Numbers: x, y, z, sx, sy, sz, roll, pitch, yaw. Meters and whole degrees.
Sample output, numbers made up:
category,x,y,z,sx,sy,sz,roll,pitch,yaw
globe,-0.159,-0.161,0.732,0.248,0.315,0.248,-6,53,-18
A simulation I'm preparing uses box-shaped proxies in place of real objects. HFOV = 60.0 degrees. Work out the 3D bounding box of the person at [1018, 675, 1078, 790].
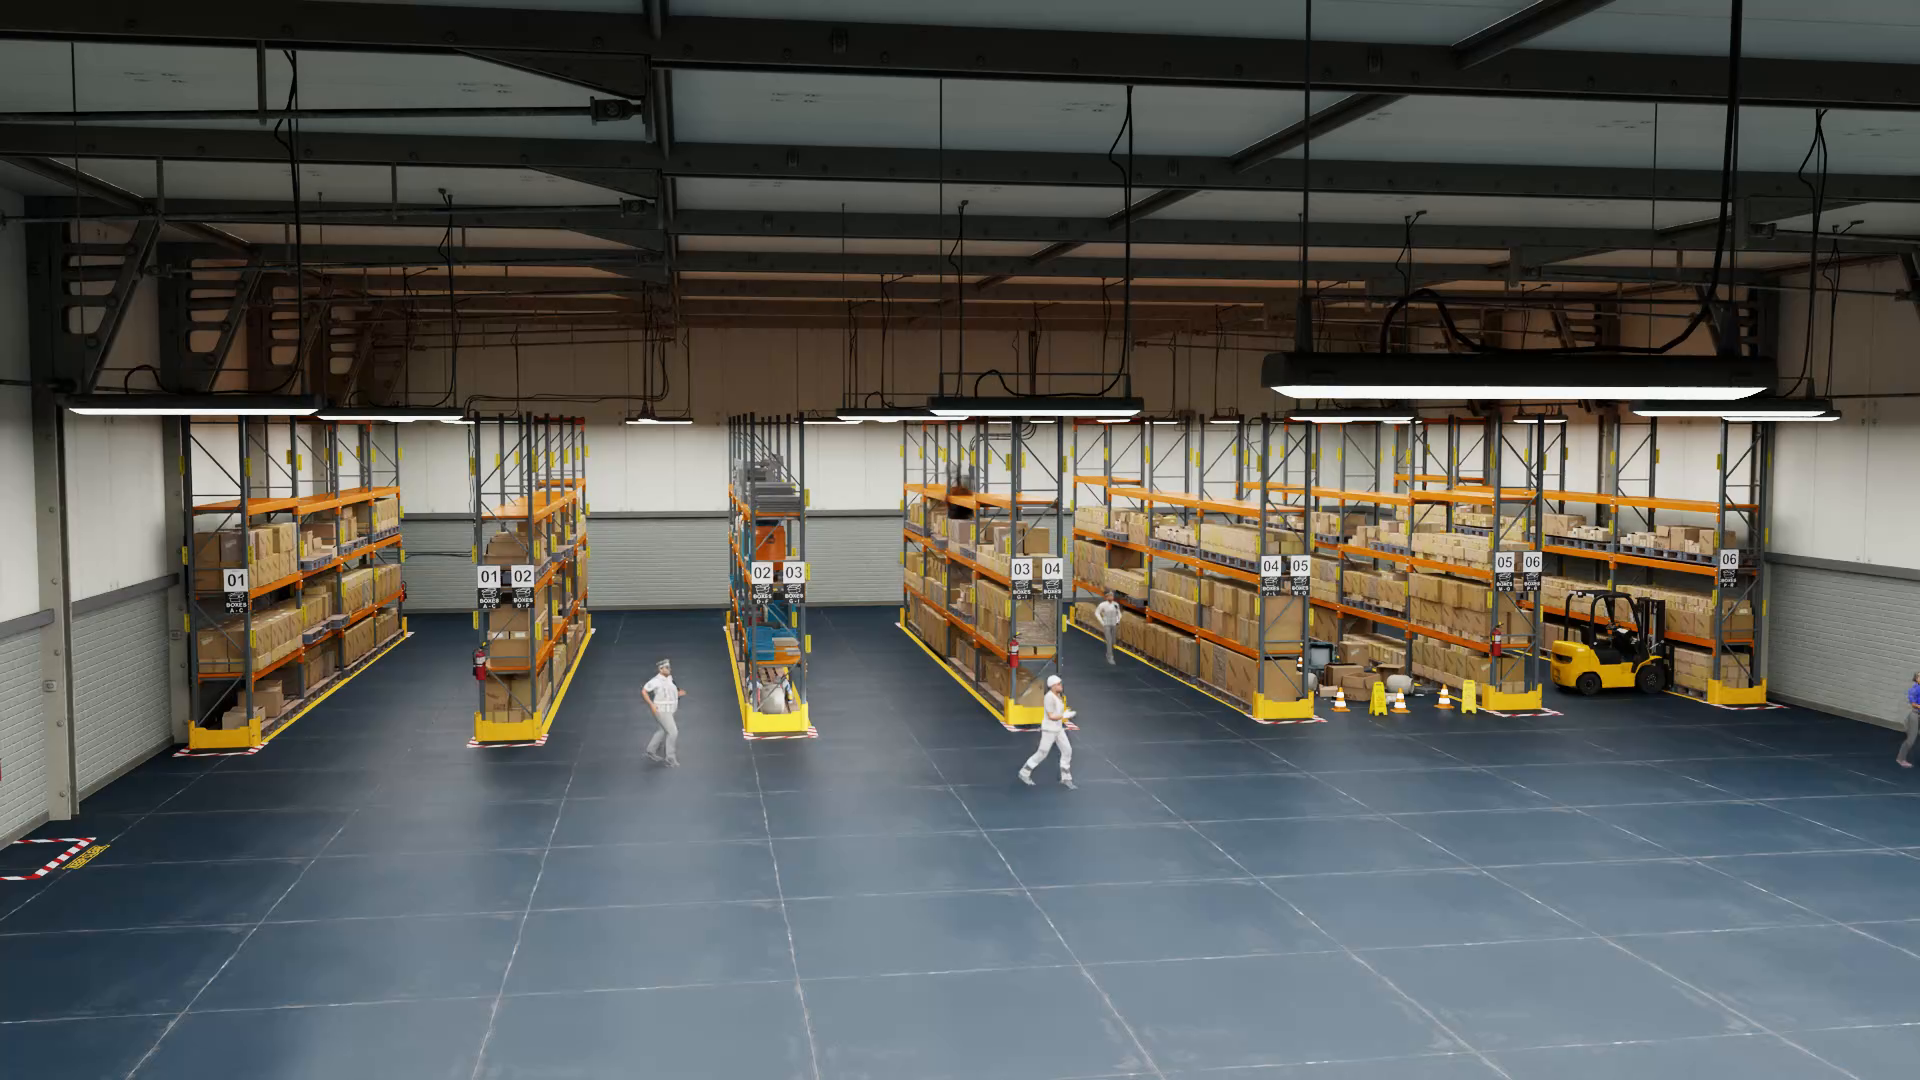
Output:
category,x,y,z,sx,sy,sz,roll,pitch,yaw
person,1.403,3.039,26.293,0.931,1.826,0.676,1,4,20

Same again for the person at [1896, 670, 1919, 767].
category,x,y,z,sx,sy,sz,roll,pitch,yaw
person,16.003,3.080,27.693,0.564,1.607,0.712,-2,4,-24

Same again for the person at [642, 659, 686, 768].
category,x,y,z,sx,sy,sz,roll,pitch,yaw
person,-5.004,2.930,28.114,0.802,1.852,0.637,1,4,14

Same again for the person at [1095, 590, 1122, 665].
category,x,y,z,sx,sy,sz,roll,pitch,yaw
person,3.443,1.989,38.374,0.625,1.705,0.647,-1,4,-14

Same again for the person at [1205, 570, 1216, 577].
category,x,y,z,sx,sy,sz,roll,pitch,yaw
person,7.610,1.416,50.631,0.529,1.726,0.694,0,4,3
